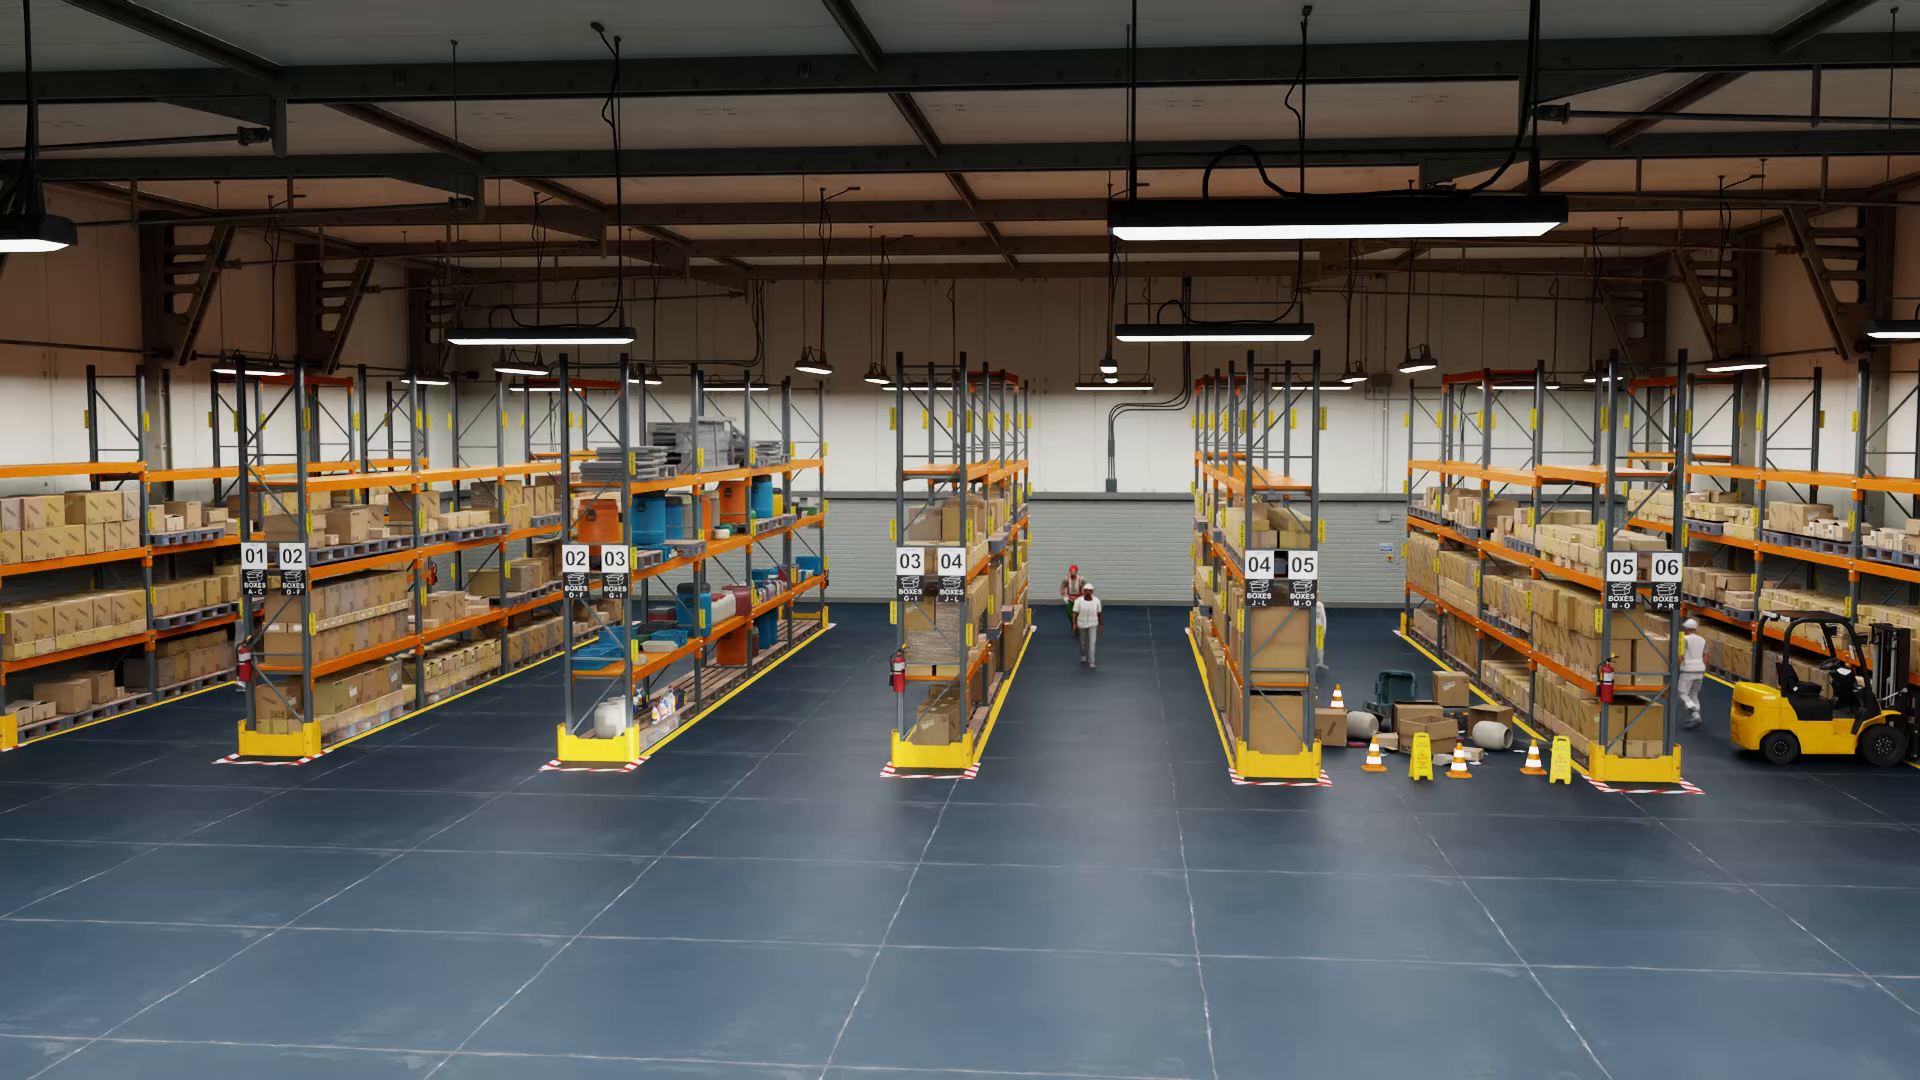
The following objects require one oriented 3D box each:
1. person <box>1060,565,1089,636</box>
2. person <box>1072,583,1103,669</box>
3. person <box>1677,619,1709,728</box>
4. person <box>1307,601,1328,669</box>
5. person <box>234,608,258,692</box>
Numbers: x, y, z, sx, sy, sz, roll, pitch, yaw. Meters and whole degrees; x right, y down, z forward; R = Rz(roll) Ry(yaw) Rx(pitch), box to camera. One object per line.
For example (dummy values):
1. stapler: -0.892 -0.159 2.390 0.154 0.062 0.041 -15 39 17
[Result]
1. person: 2.685 1.410 38.816 0.684 1.682 0.647 1 4 14
2. person: 2.595 1.737 33.837 0.635 1.714 1.093 0 4 2
3. person: 12.043 2.193 27.288 0.634 1.763 0.660 -1 4 -20
4. person: 7.094 1.806 33.271 0.519 1.676 0.488 0 4 -1
5. person: -13.259 2.017 30.751 0.457 1.590 0.408 2 5 29
